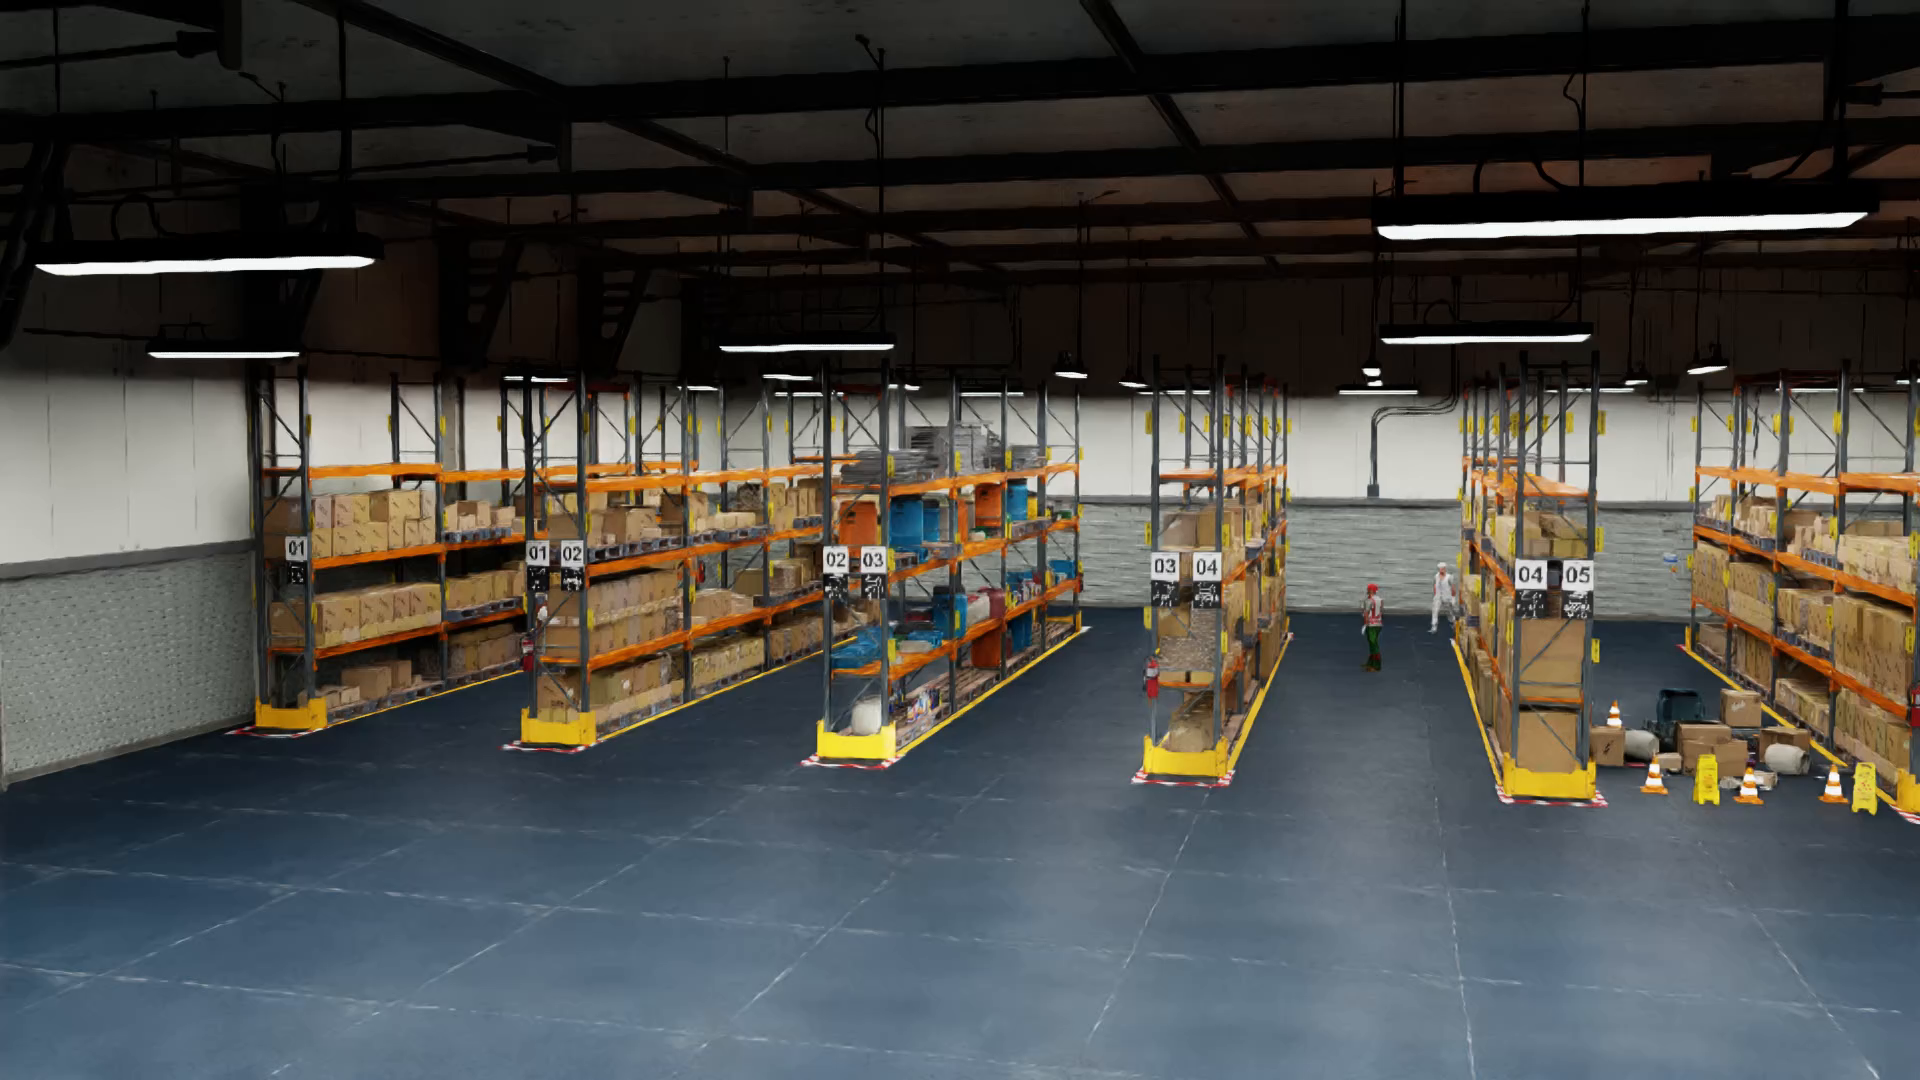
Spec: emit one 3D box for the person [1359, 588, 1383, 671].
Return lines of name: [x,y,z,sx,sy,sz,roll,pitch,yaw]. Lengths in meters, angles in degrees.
person: [8.390,1.778,33.954,0.583,1.740,0.658,3,5,38]

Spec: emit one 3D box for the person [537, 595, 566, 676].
person: [-8.060,1.884,32.922,0.719,1.714,0.578,1,4,12]

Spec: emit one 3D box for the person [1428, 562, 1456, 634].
person: [11.644,1.385,40.021,0.598,1.734,0.988,3,5,35]
